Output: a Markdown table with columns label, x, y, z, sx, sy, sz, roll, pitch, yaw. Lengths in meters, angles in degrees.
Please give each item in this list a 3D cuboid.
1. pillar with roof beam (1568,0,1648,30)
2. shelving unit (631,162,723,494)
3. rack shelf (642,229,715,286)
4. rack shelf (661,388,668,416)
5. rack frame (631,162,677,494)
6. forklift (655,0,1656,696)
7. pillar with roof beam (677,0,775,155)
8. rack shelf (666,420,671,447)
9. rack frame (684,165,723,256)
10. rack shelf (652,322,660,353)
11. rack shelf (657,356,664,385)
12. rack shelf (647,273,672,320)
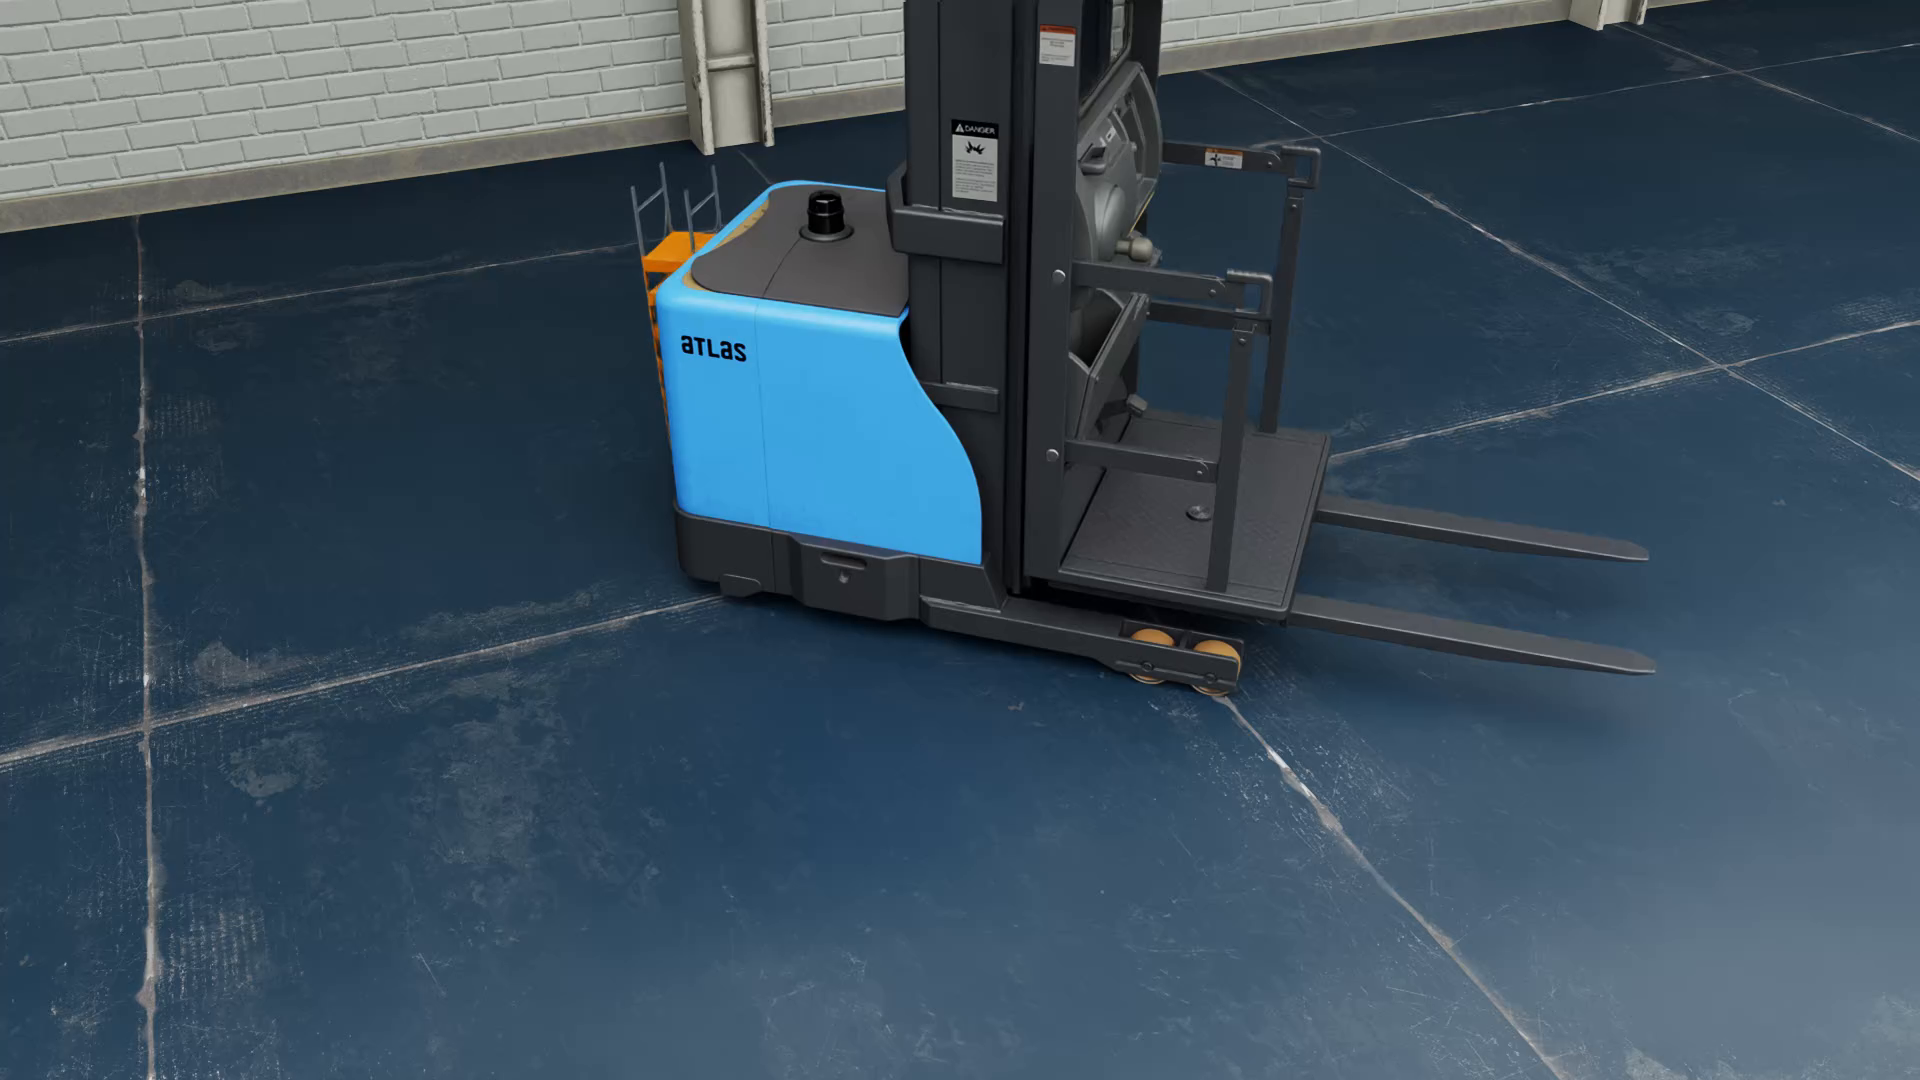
| label | x | y | z | sx | sy | sz | roll | pitch | yaw |
| --- | --- | --- | --- | --- | --- | --- | --- | --- | --- |
| pillar with roof beam | 5.949 | -5.058 | 5.272 | 0.400 | 9.000 | 9.100 | -13 | 35 | -19 |
| shelving unit | -0.898 | -0.662 | 5.661 | 0.189 | 1.200 | 0.258 | 7 | 34 | 14 |
| rack shelf | -0.910 | -0.928 | 5.492 | 0.180 | 0.103 | 0.258 | 7 | 34 | 14 |
| rack shelf | -0.892 | -0.523 | 5.749 | 0.180 | 0.103 | 0.258 | 7 | 34 | 14 |
| rack frame | -0.986 | -0.672 | 5.684 | 0.006 | 1.200 | 0.240 | 7 | 34 | 14 |
| forklift | 0.647 | -1.083 | 4.727 | 3.031 | 2.935 | 1.130 | 10 | 34 | 15 |
| pillar with roof beam | 0.417 | -3.791 | 3.325 | 0.400 | 9.000 | 9.100 | -13 | 35 | -19 |
| rack shelf | -0.888 | -0.422 | 5.814 | 0.180 | 0.103 | 0.258 | 7 | 34 | 14 |
| rack frame | -0.810 | -0.651 | 5.638 | 0.006 | 1.200 | 0.240 | 7 | 34 | 14 |
| rack shelf | -0.901 | -0.726 | 5.620 | 0.180 | 0.103 | 0.258 | 7 | 34 | 14 |
| rack shelf | -0.897 | -0.624 | 5.685 | 0.180 | 0.103 | 0.258 | 7 | 34 | 14 |
| rack shelf | -0.906 | -0.827 | 5.556 | 0.180 | 0.103 | 0.258 | 7 | 34 | 14 |
